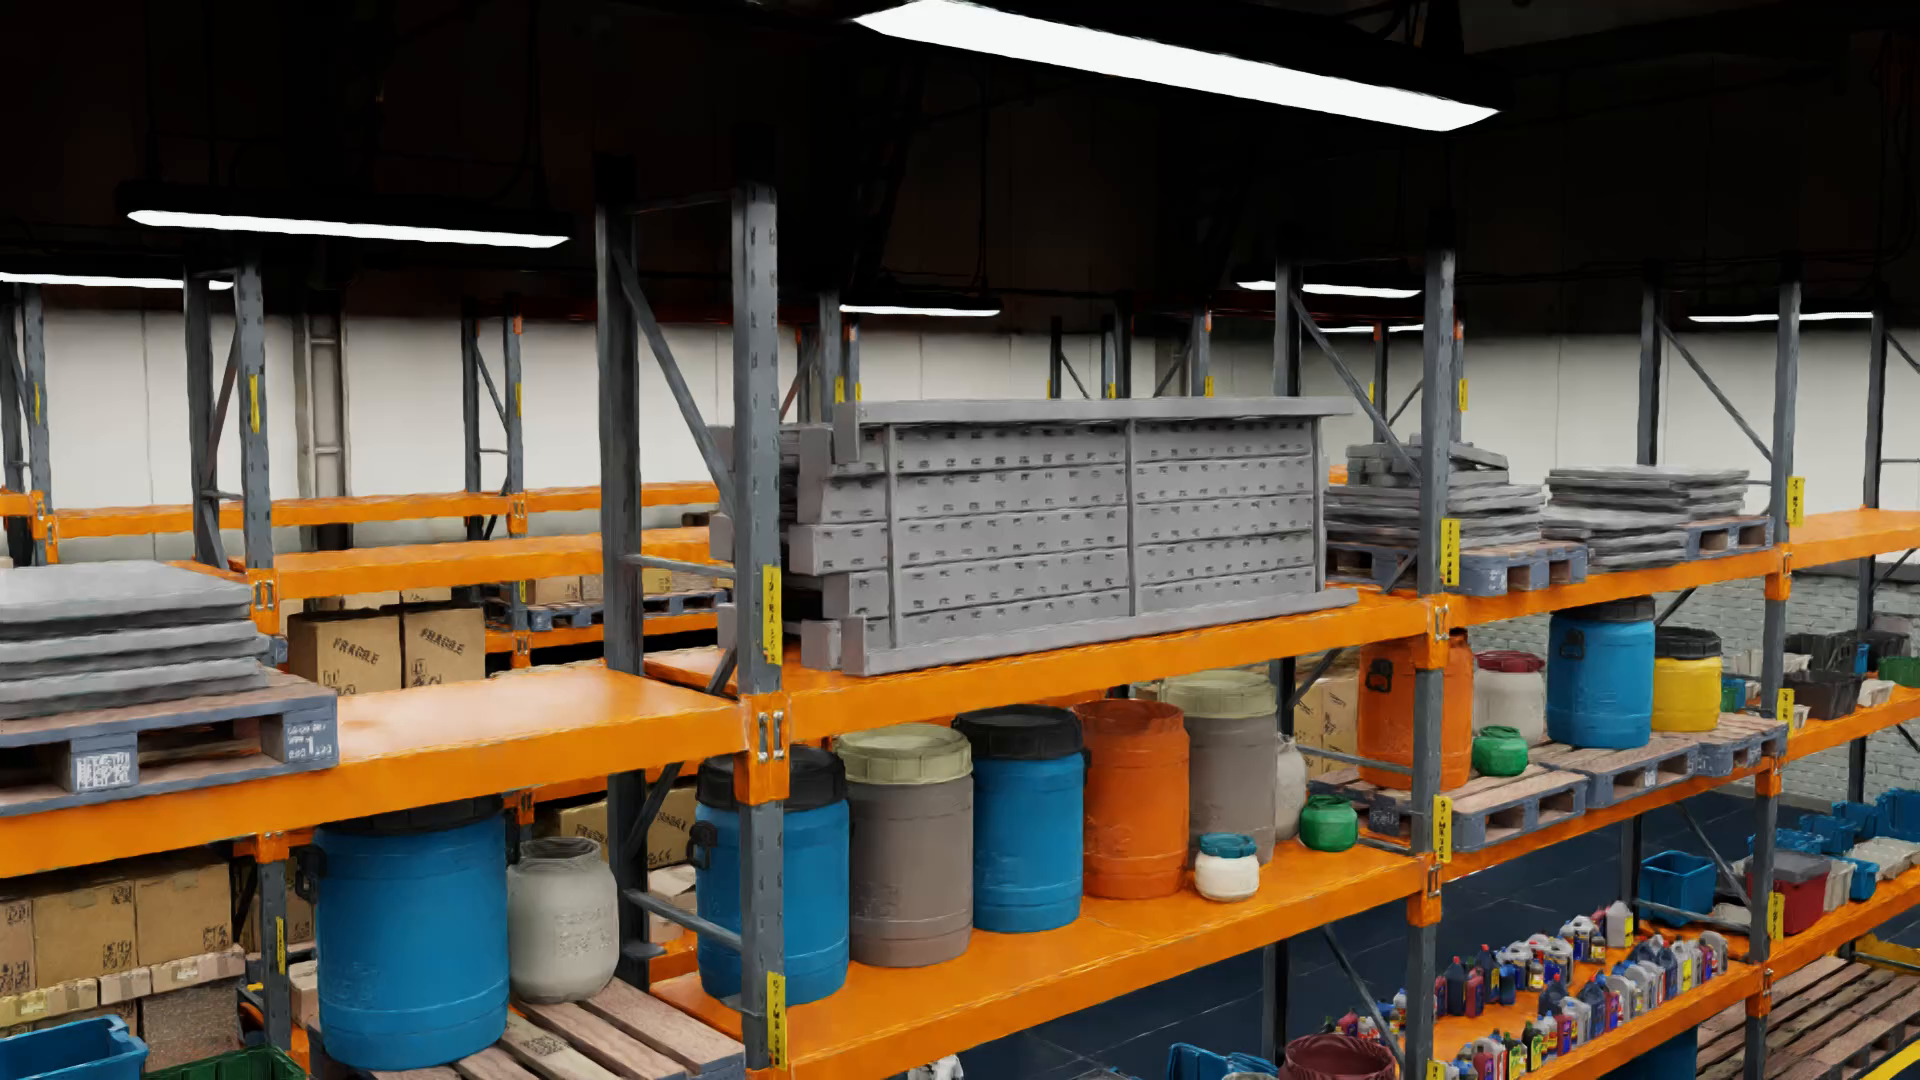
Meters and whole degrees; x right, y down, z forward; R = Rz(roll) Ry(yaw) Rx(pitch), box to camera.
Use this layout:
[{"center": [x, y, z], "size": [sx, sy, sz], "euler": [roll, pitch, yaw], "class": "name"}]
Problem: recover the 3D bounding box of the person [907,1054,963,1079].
[{"center": [-0.168, 3.376, 10.333], "size": [0.997, 1.618, 0.502], "euler": [-5, 7, -42], "class": "person"}]
